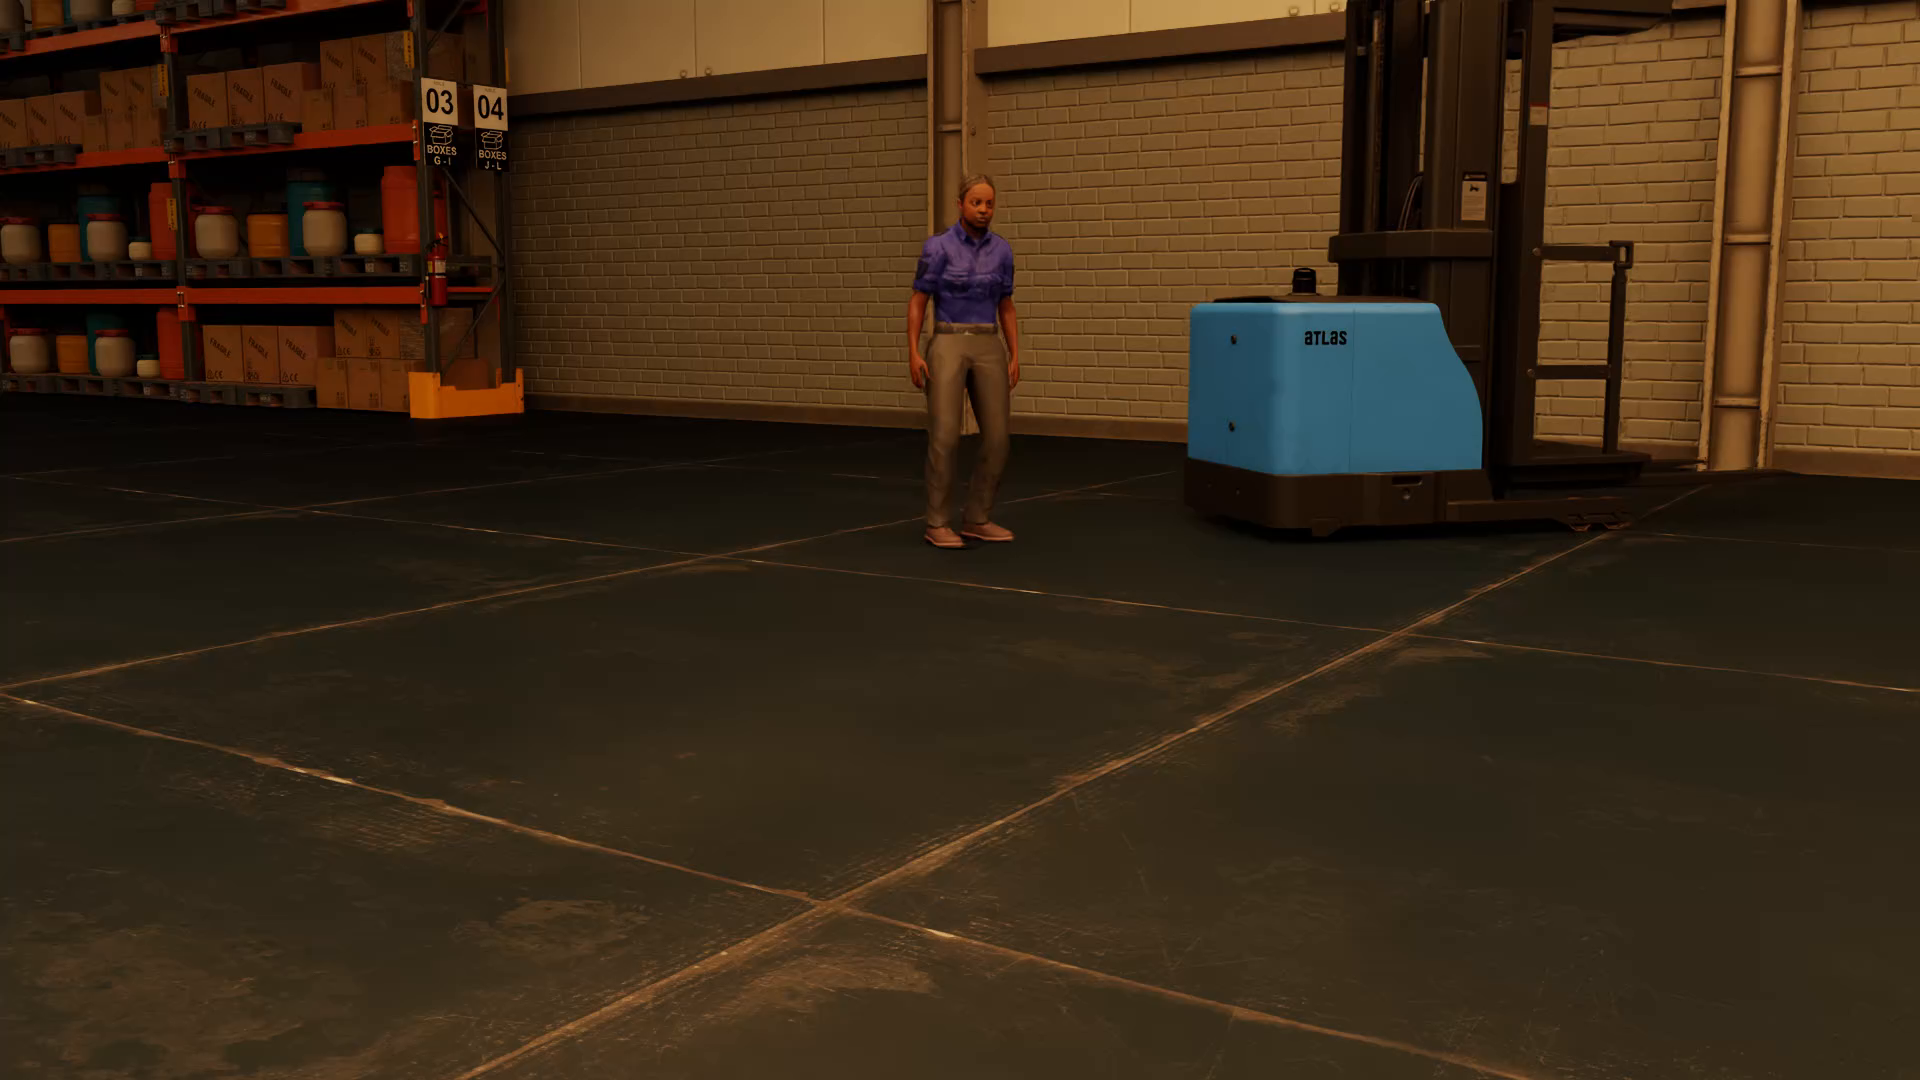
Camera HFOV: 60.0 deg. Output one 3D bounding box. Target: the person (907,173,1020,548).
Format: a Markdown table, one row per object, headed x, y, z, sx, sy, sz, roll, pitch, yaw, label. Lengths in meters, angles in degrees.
| x | y | z | sx | sy | sz | roll | pitch | yaw | label |
| --- | --- | --- | --- | --- | --- | --- | --- | --- | --- |
| 0.036 | -0.798 | 7.407 | 0.547 | 1.639 | 0.400 | -3 | 9 | -19 | person |

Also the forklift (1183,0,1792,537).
| x | y | z | sx | sy | sz | roll | pitch | yaw | label |
| --- | --- | --- | --- | --- | --- | --- | --- | --- | --- |
| 2.696 | -1.559 | 8.155 | 3.031 | 2.935 | 1.130 | -3 | 8 | -17 | forklift |
